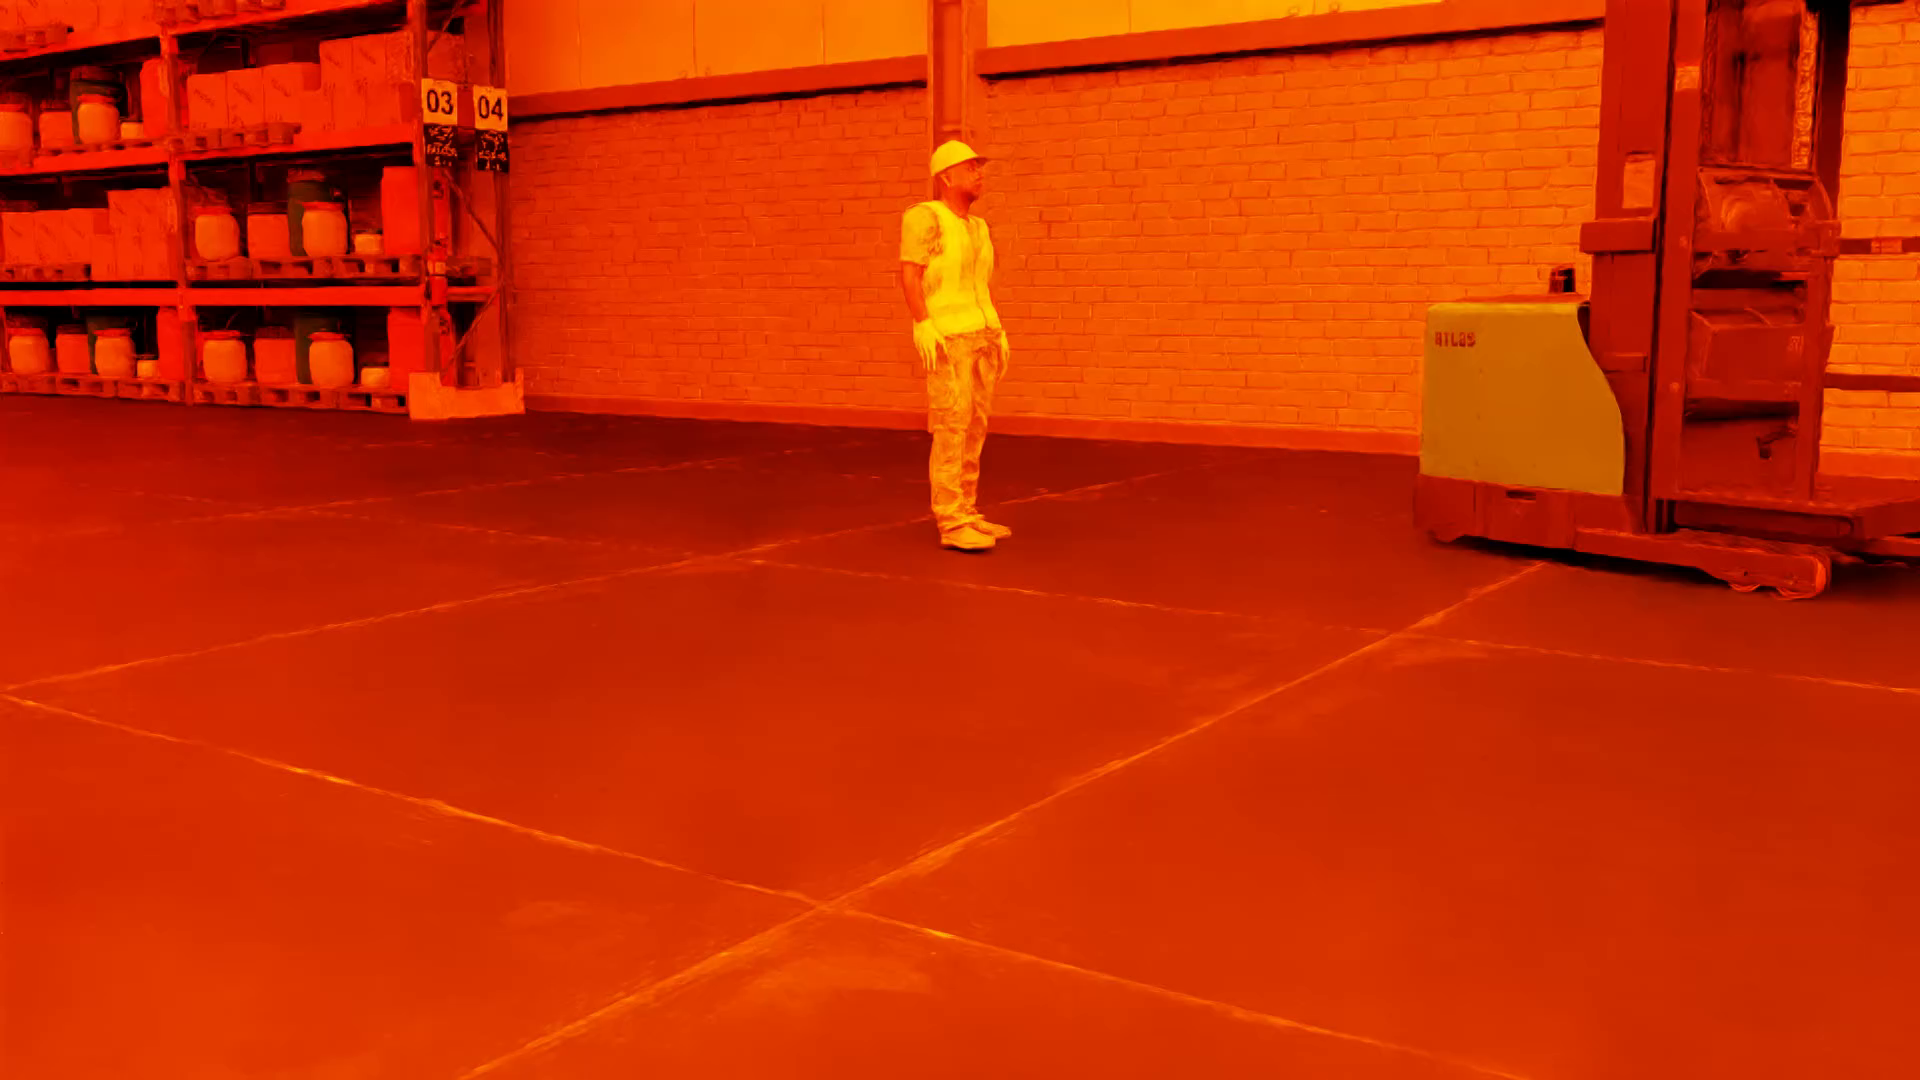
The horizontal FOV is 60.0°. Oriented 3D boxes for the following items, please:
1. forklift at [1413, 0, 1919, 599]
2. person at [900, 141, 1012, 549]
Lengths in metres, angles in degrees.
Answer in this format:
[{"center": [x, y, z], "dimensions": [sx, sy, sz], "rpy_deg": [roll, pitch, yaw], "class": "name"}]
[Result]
[{"center": [3.318, -1.311, 6.412], "dimensions": [1.130, 2.935, 3.031], "rpy_deg": [-6, 10, -36], "class": "forklift"}, {"center": [0.055, -0.883, 7.431], "dimensions": [0.576, 1.782, 0.655], "rpy_deg": [5, 10, 34], "class": "person"}]
